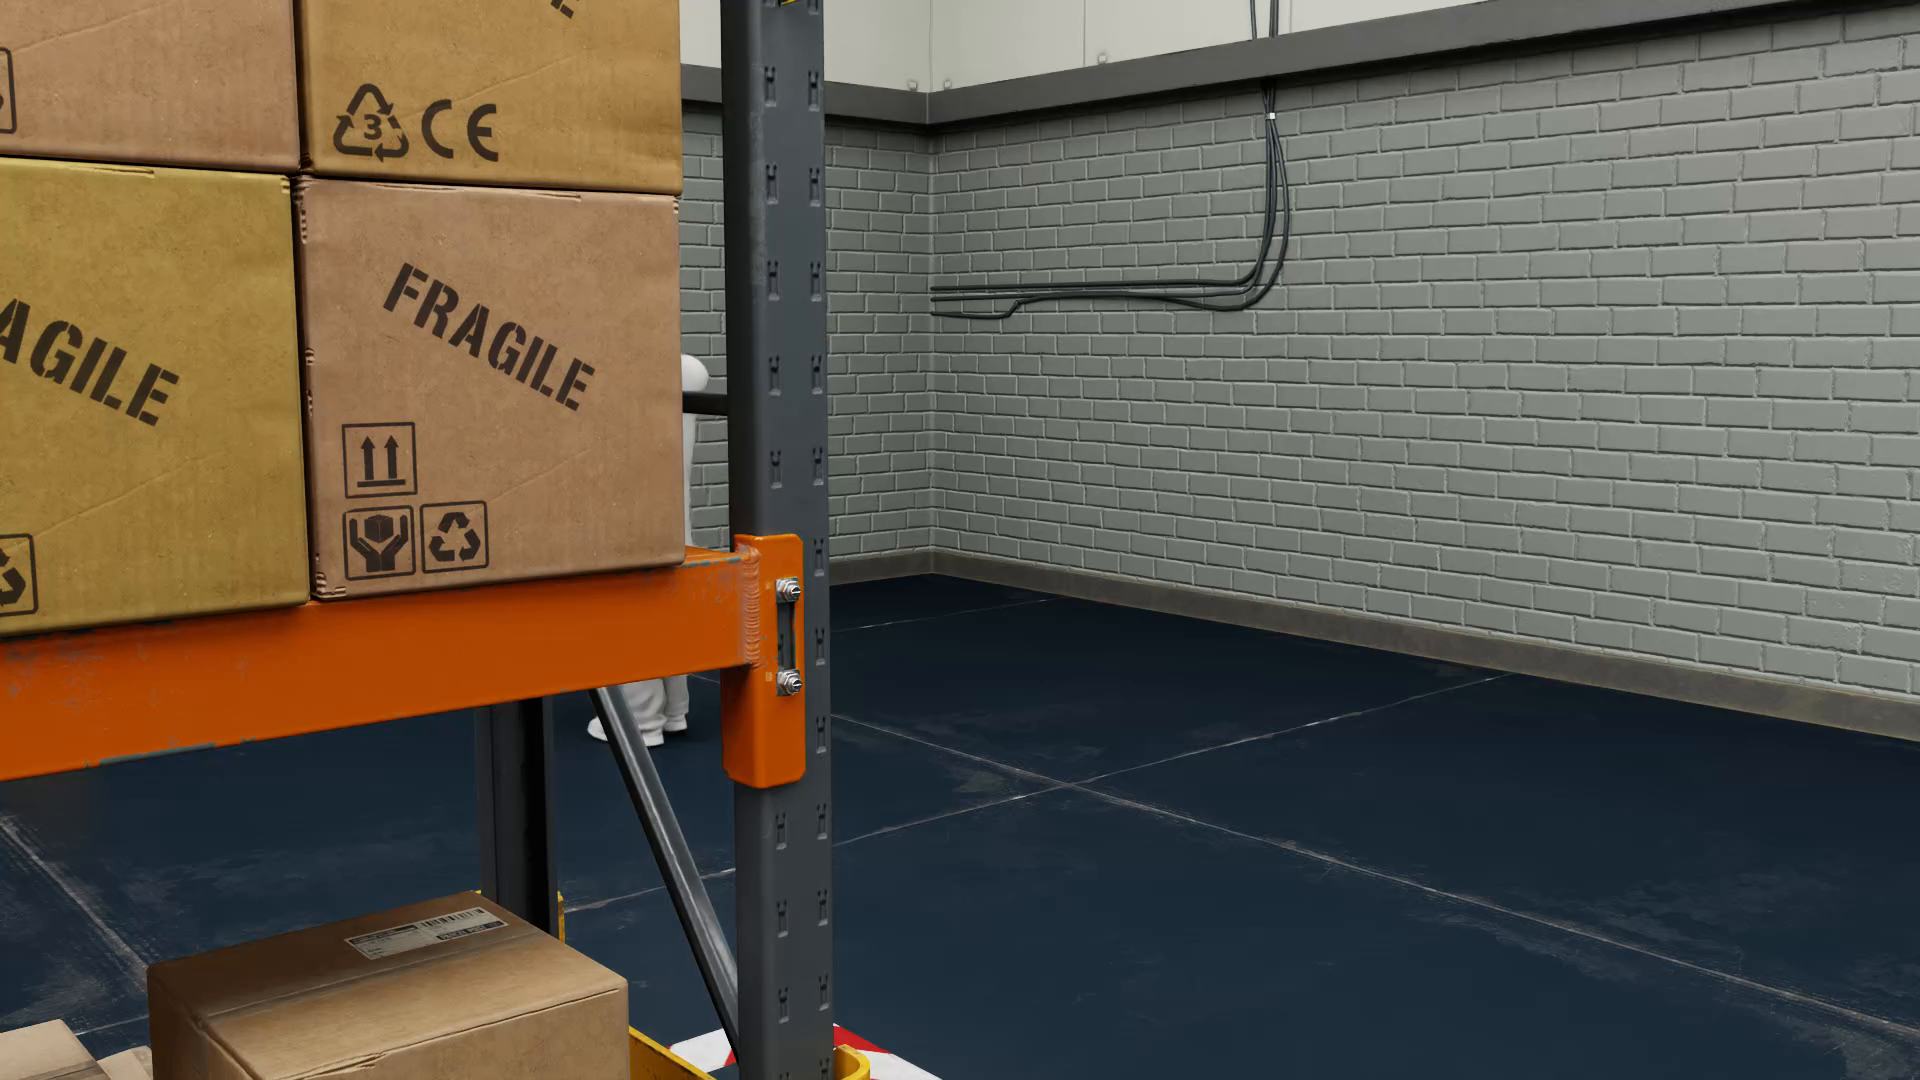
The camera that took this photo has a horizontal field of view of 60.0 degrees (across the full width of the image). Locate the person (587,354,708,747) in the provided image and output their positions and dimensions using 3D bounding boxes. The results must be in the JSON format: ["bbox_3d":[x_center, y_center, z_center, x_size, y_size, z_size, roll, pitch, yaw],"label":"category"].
[{"bbox_3d":[-1.283,-0.092,6.520,0.510,1.780,0.600,4,8,29],"label":"person"}]
